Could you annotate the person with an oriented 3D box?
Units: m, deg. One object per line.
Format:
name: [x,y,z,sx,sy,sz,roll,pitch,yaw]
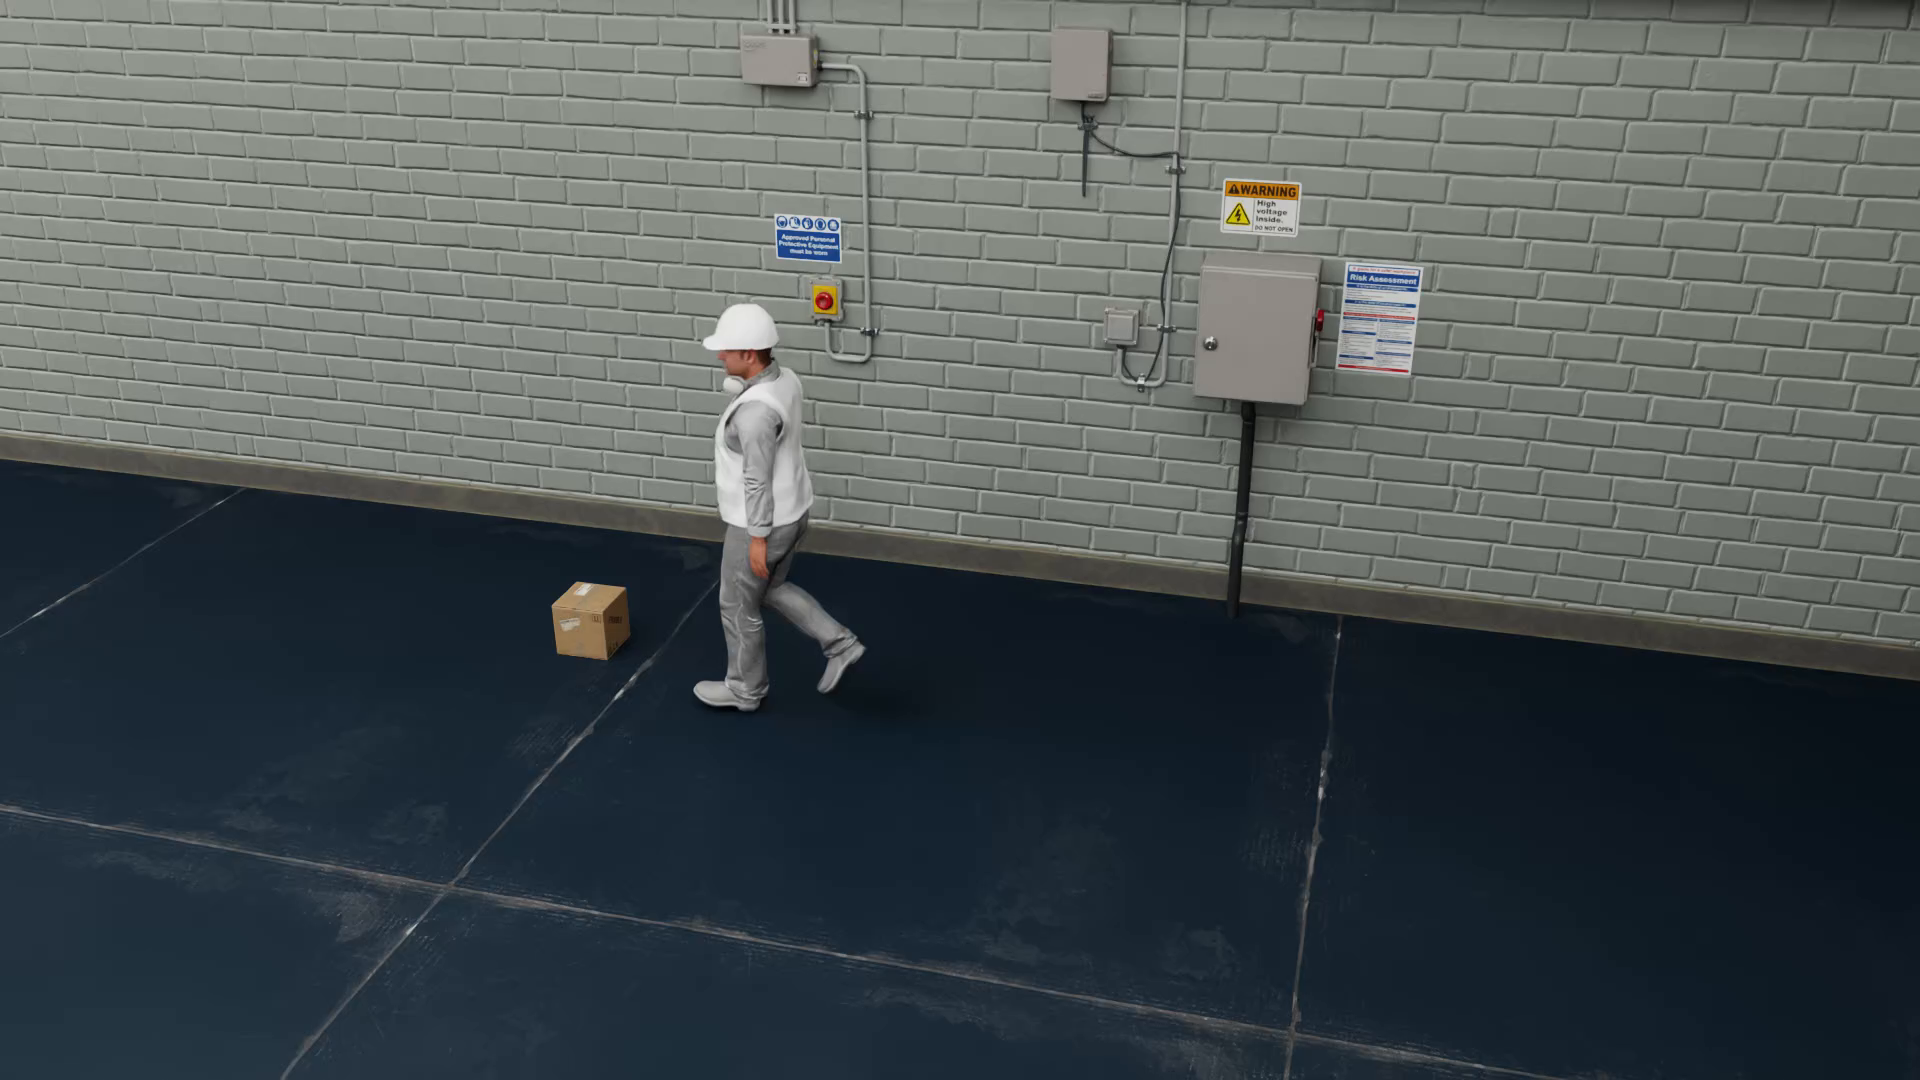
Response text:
person: [-0.765,-0.114,6.808,0.737,1.764,0.552,5,26,11]
